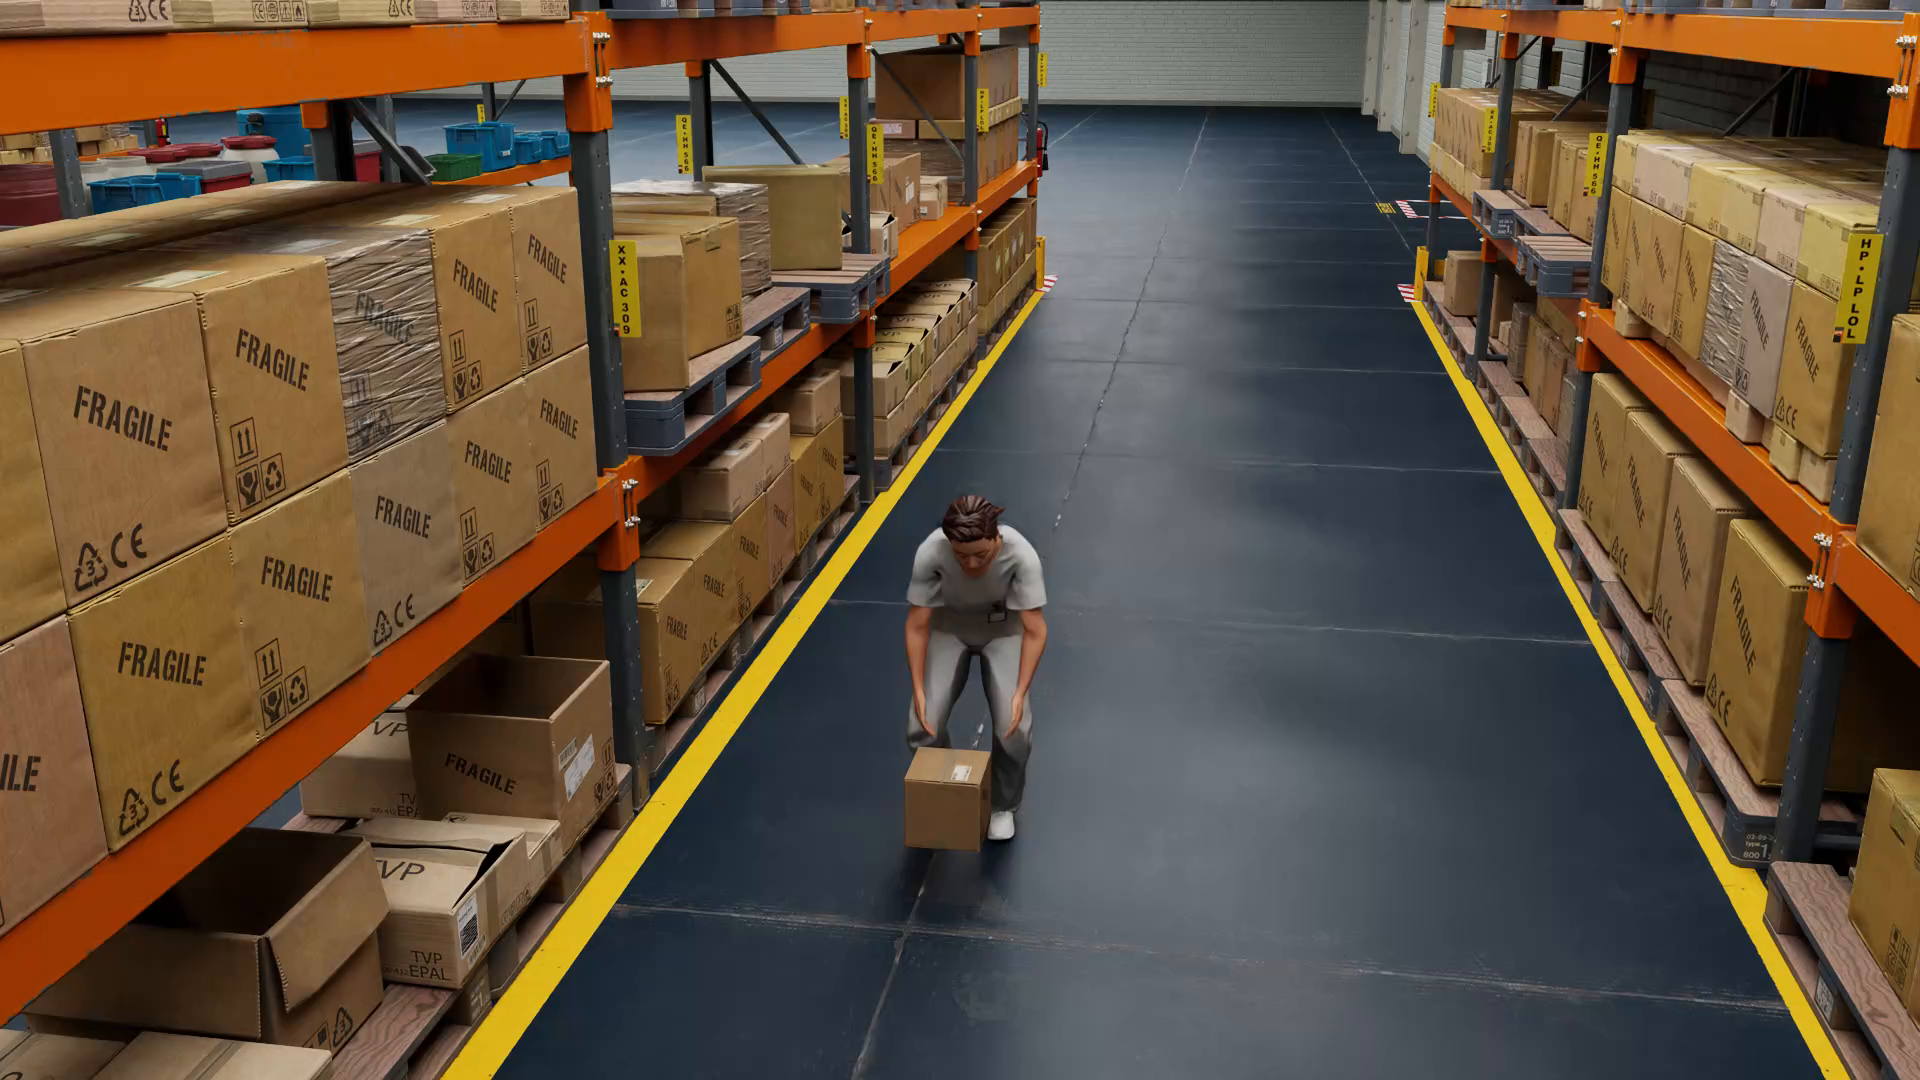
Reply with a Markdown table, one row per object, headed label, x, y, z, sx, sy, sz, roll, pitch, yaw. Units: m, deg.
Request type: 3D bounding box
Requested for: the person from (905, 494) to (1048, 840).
| label | x | y | z | sx | sy | sz | roll | pitch | yaw |
| --- | --- | --- | --- | --- | --- | --- | --- | --- | --- |
| person | 0.068 | 0.419 | 5.825 | 0.491 | 1.335 | 0.665 | 3 | 18 | 9 |
